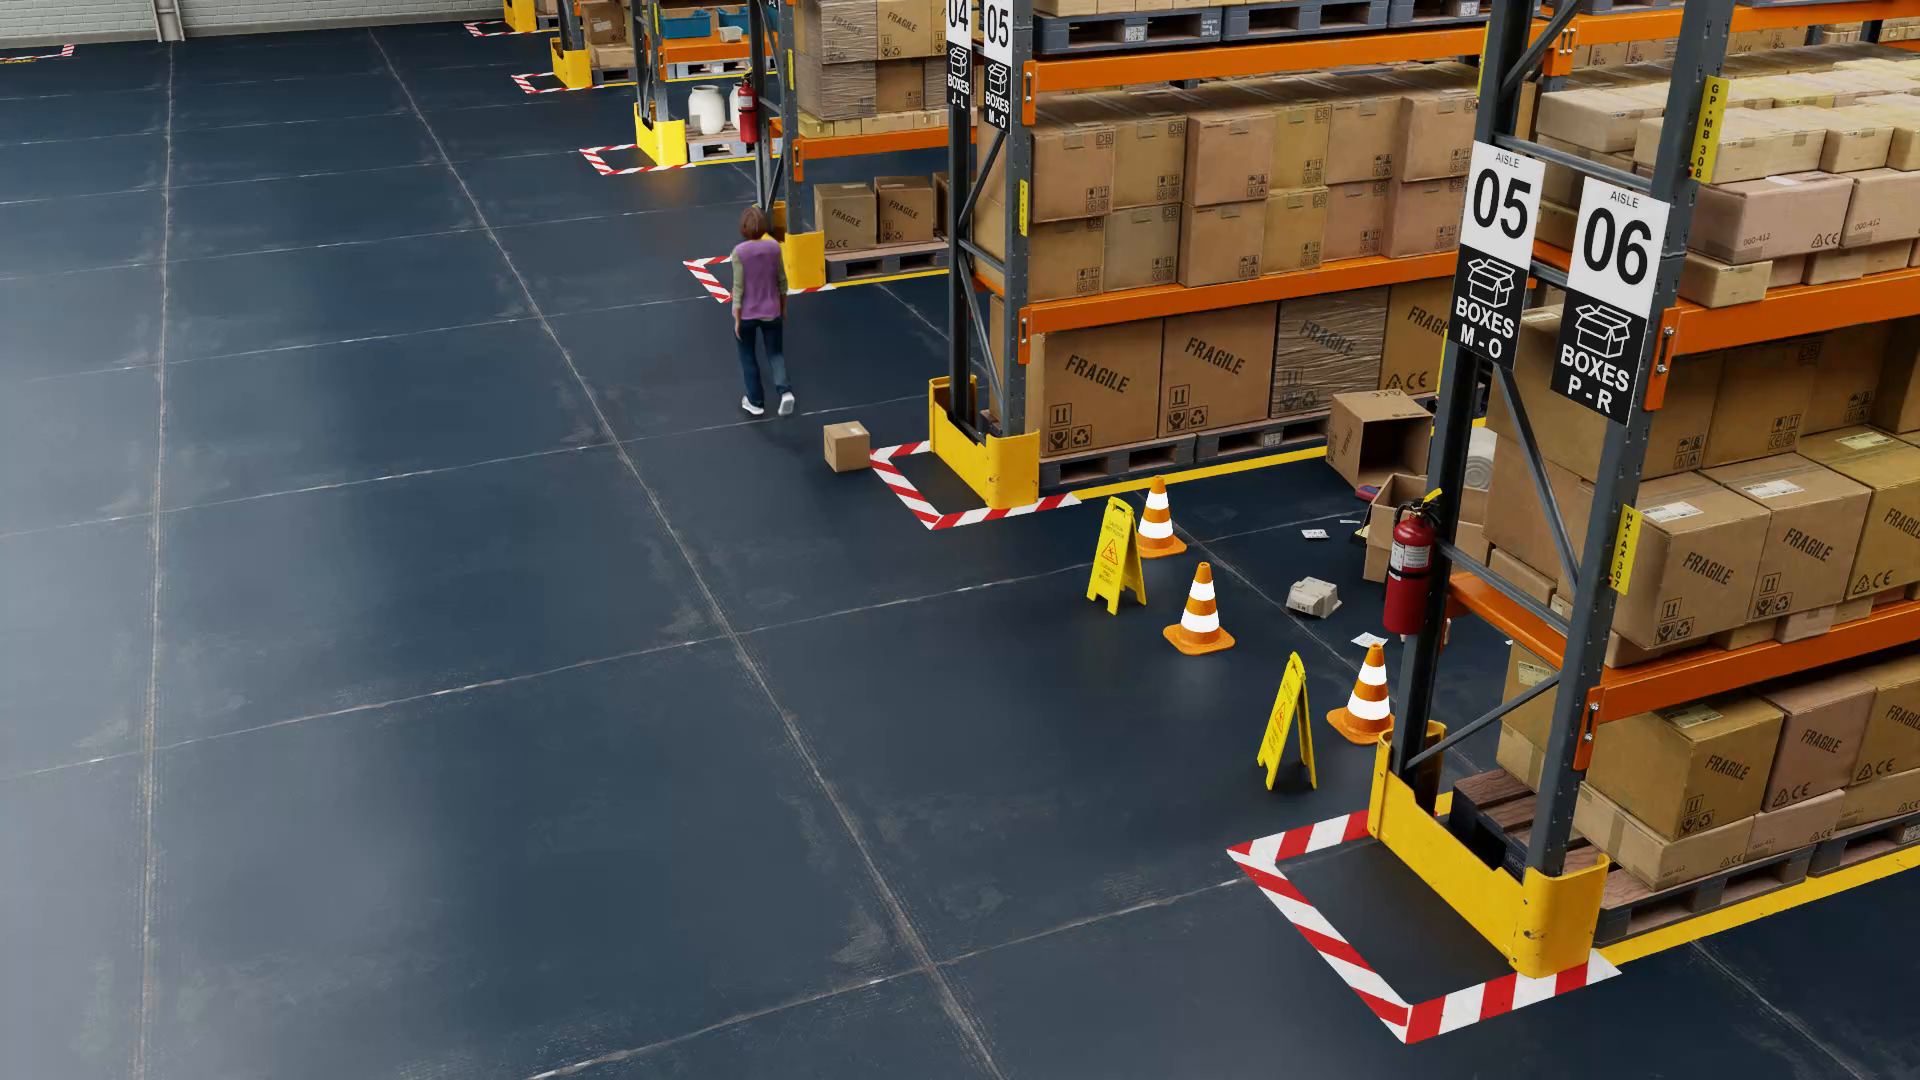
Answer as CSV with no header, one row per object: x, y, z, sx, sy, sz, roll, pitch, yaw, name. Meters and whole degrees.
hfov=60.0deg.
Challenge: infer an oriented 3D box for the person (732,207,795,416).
-1.406,-1.591,11.814,0.416,1.570,0.719,-10,28,-19,person
